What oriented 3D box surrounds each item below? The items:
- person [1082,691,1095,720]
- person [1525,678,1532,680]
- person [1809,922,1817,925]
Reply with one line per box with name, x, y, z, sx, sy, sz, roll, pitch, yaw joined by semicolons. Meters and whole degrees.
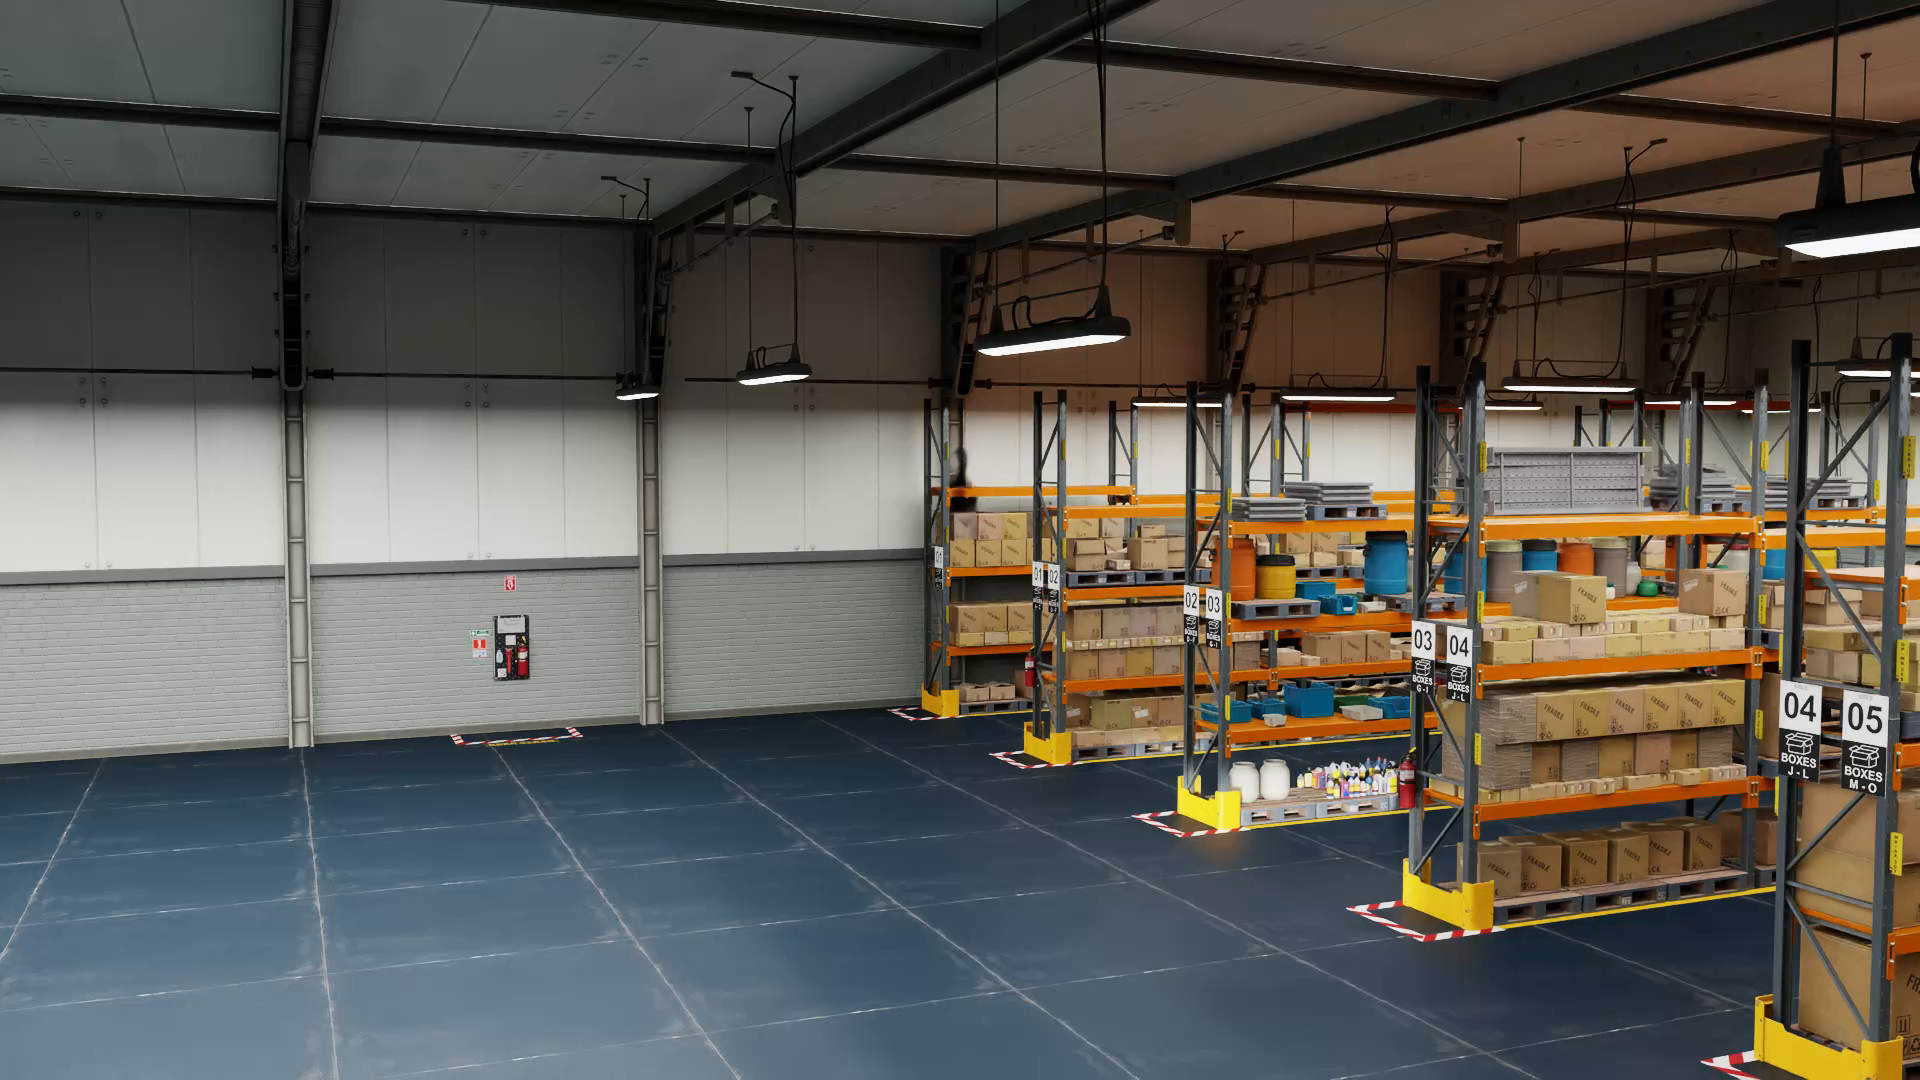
person;2.358;2.507;30.115;0.847;1.833;0.638;-3;4;-39
person;9.517;2.799;27.005;0.979;1.631;0.611;-2;4;-30
person;8.259;3.500;15.601;0.534;1.554;0.699;0;3;1
